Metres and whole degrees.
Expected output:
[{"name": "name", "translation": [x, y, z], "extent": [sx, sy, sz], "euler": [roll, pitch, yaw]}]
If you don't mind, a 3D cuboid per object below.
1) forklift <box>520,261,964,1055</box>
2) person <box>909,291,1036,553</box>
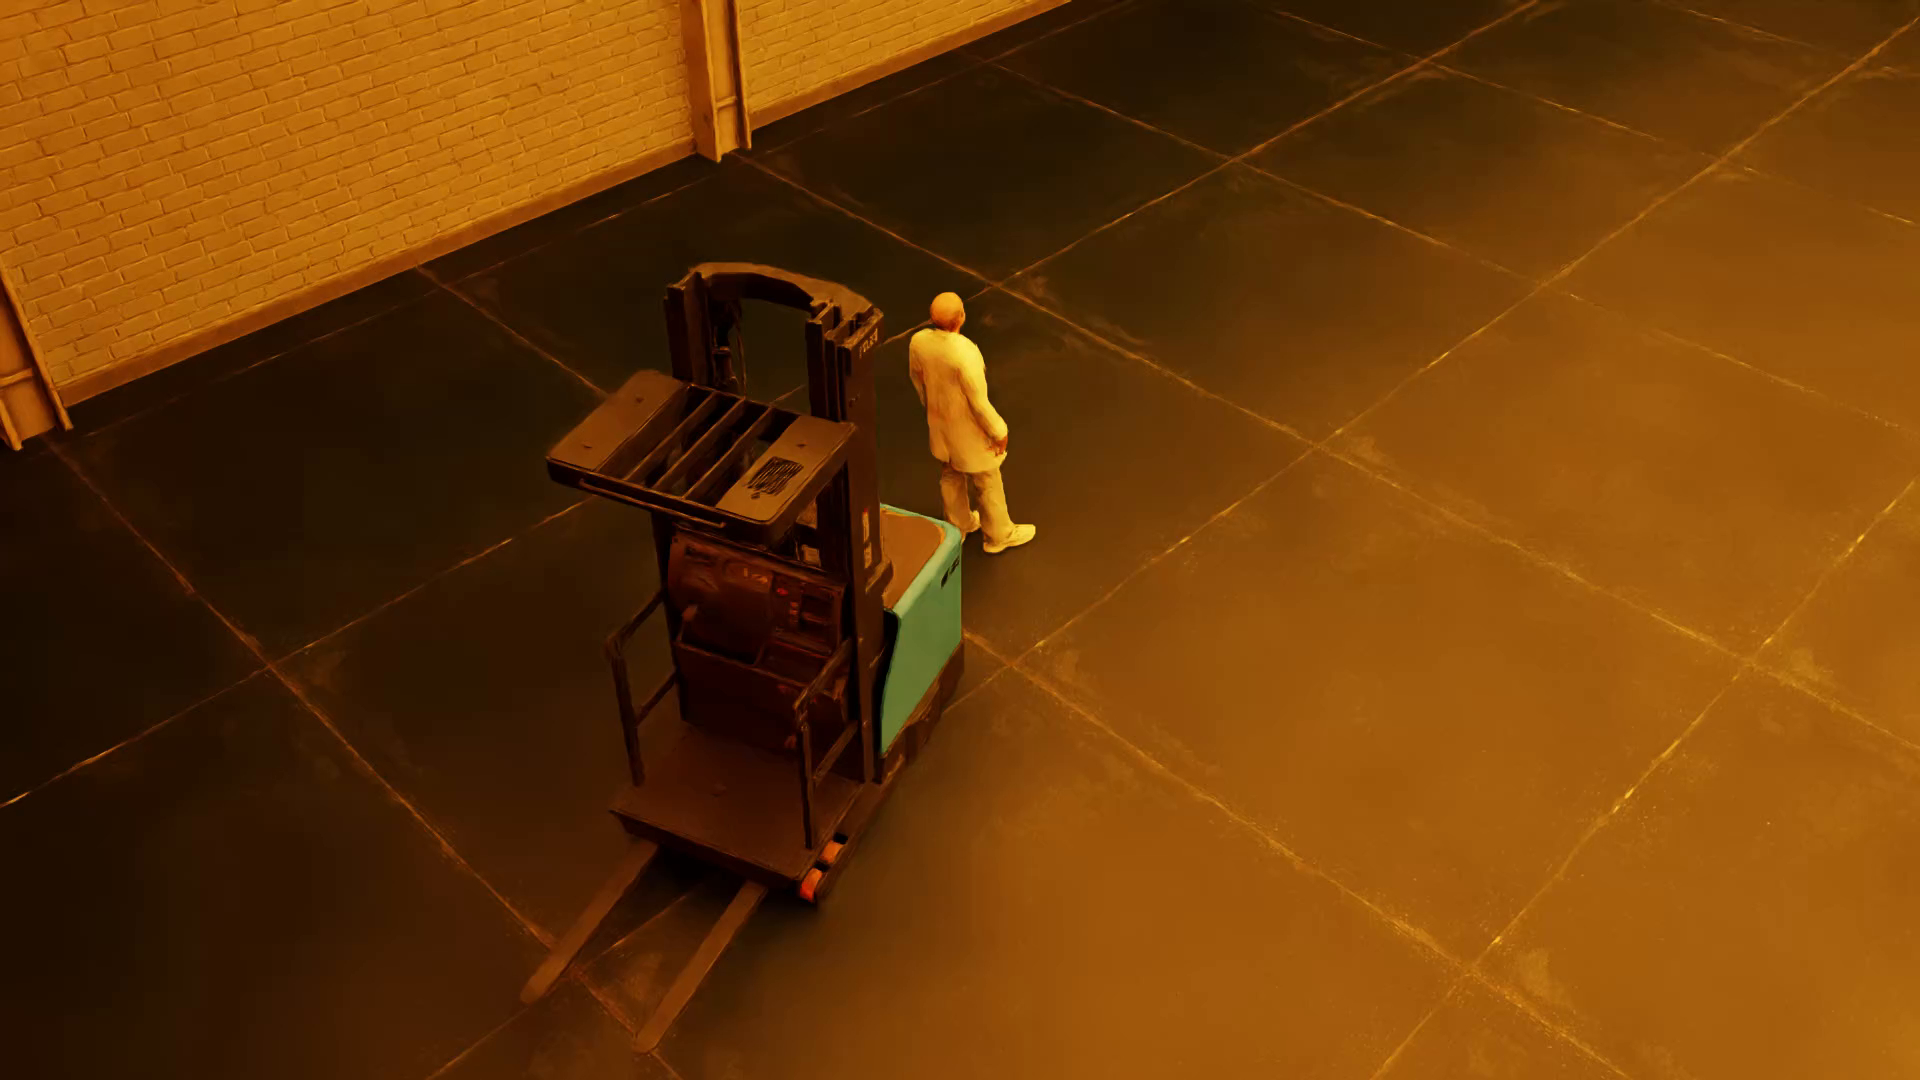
[{"name": "forklift", "translation": [-1.052, 0.337, 7.683], "extent": [1.130, 2.935, 3.031], "euler": [16, 42, 19]}, {"name": "person", "translation": [0.067, -0.734, 9.899], "extent": [0.694, 1.776, 0.579], "euler": [32, 49, 33]}]
